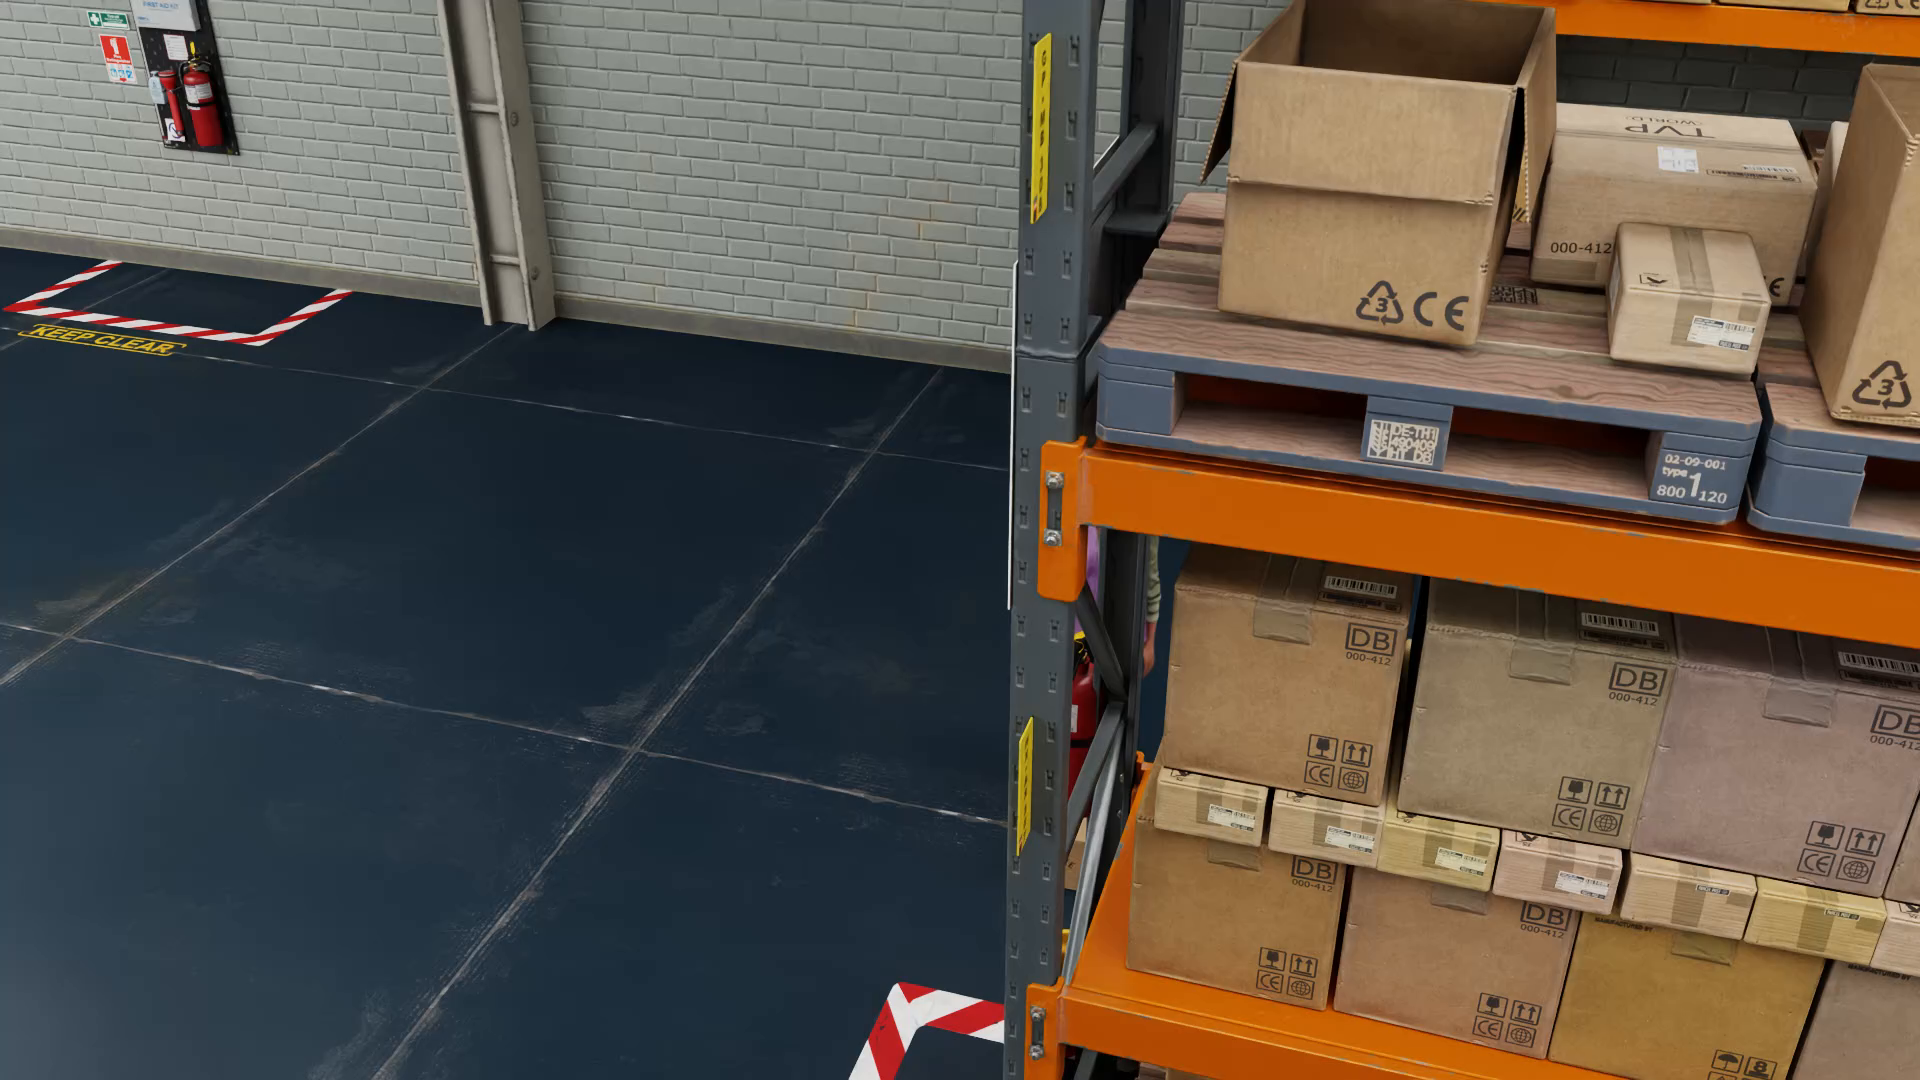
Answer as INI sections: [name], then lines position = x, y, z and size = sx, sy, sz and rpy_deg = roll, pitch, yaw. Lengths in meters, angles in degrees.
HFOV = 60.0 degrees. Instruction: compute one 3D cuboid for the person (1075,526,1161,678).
[person]
position = 0.558, 0.367, 6.482
size = 0.427, 1.580, 0.649
rpy_deg = 9, 31, 15
